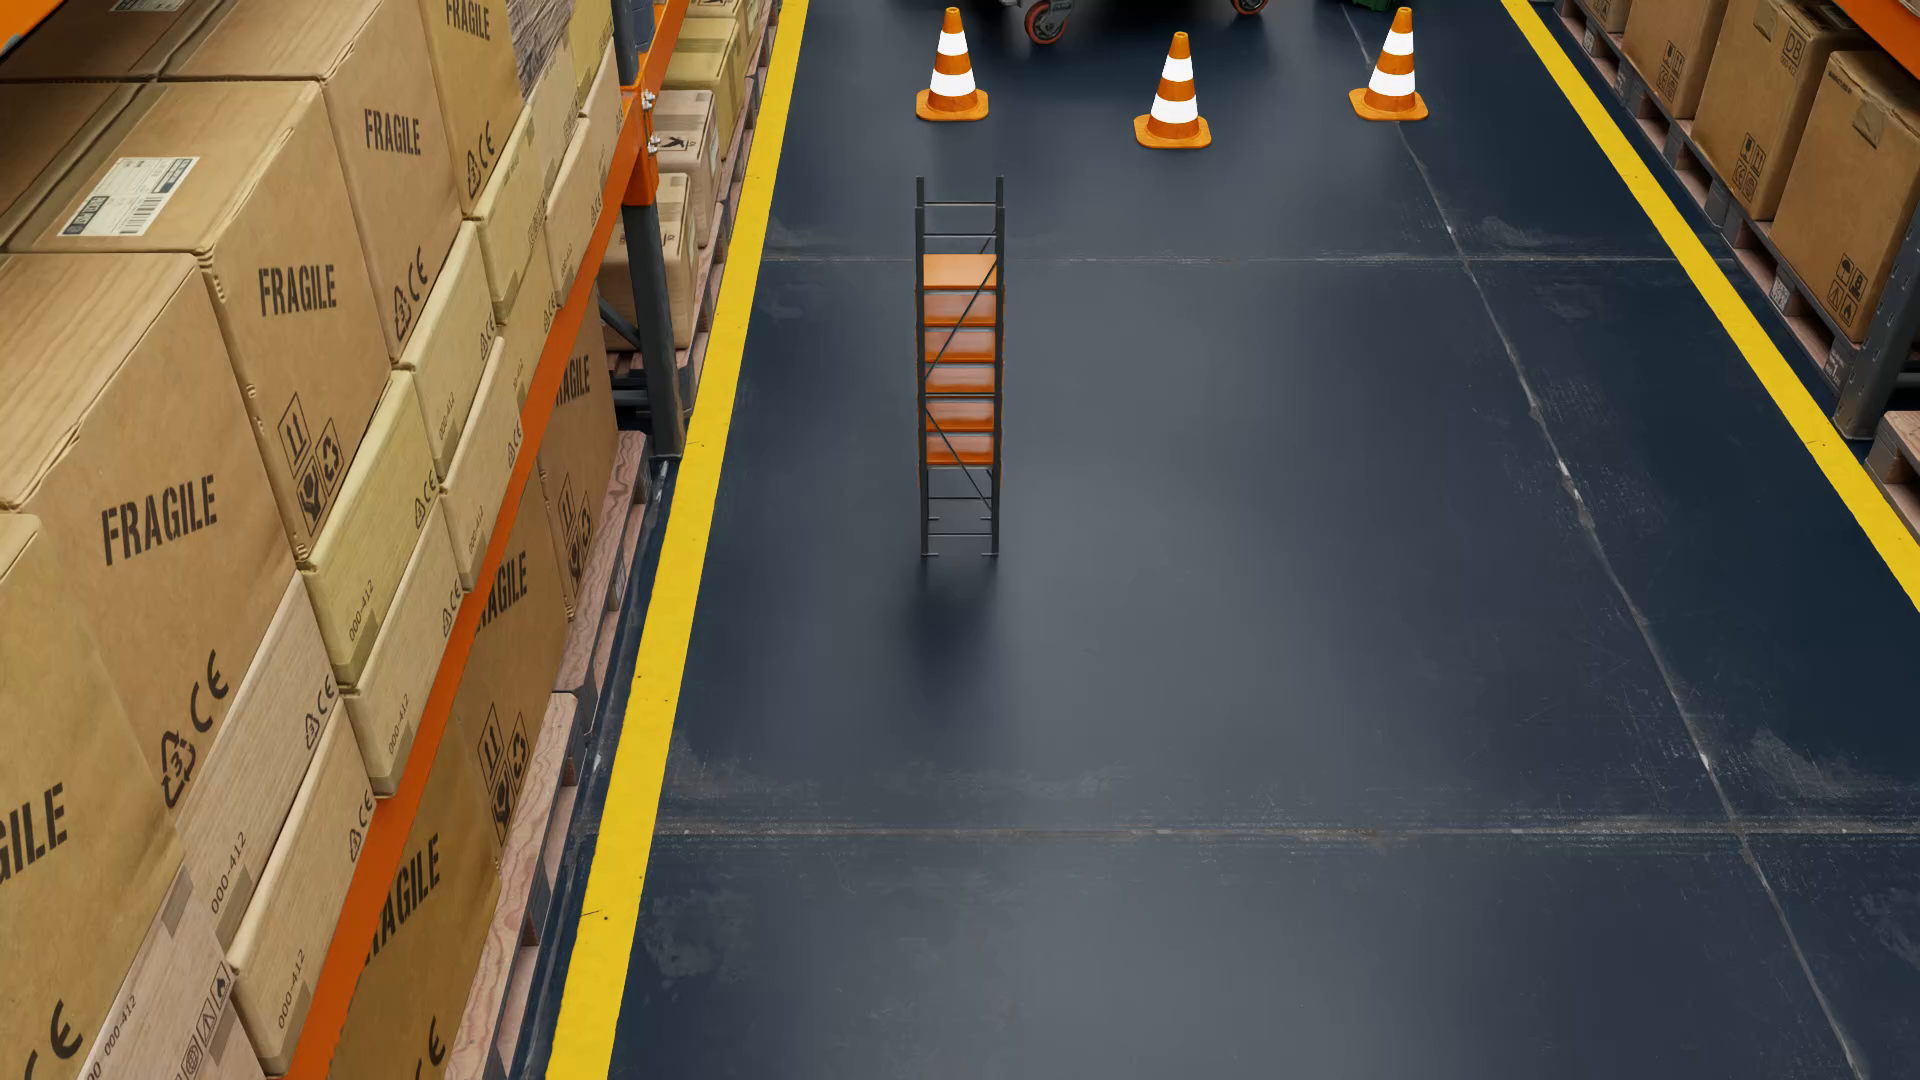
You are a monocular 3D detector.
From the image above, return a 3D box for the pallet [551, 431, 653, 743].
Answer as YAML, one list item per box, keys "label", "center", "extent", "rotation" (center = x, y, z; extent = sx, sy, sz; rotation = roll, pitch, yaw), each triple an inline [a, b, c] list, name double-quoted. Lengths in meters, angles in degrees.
- label: "pallet"
  center: [-1.508, 0.105, 4.950]
  extent: [1.003, 0.211, 1.213]
  rotation: [0, 39, 0]

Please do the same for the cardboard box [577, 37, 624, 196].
- label: "cardboard box"
  center: [-1.173, -1.102, 4.346]
  extent: [0.500, 0.250, 0.500]
  rotation: [-1, 39, -2]

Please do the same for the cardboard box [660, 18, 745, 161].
- label: "cardboard box"
  center: [-1.428, -1.904, 6.993]
  extent: [0.950, 0.372, 0.625]
  rotation: [1, 39, 1]

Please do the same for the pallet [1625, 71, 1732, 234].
- label: "pallet"
  center: [3.592, -1.709, 7.214]
  extent: [1.003, 0.211, 1.213]
  rotation: [0, 39, 0]

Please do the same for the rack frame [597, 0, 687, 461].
- label: "rack frame"
  center: [-1.433, -1.476, 4.694]
  extent: [1.000, 3.000, 0.127]
  rotation: [0, 39, 0]

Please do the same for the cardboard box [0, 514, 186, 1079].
- label: "cardboard box"
  center: [-1.142, 0.320, 1.572]
  extent: [0.500, 0.500, 0.500]
  rotation: [0, 39, 0]

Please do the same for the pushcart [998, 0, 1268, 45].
- label: "pushcart"
  center: [0.842, -2.988, 8.676]
  extent: [1.648, 0.377, 0.936]
  rotation: [-13, 40, -16]

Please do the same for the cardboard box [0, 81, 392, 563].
- label: "cardboard box"
  center: [-1.168, -0.311, 2.360]
  extent: [0.500, 0.500, 0.500]
  rotation: [-1, 39, -1]

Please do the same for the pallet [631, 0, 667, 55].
- label: "pallet"
  center: [-1.541, -1.847, 5.310]
  extent: [1.213, 0.211, 1.003]
  rotation: [0, 39, 0]

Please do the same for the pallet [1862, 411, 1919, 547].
- label: "pallet"
  center: [3.516, 0.034, 5.039]
  extent: [1.003, 0.211, 1.213]
  rotation: [0, 39, 0]

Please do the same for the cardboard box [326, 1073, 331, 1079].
- label: "cardboard box"
  center: [-1.509, 1.303, 2.589]
  extent: [0.875, 0.875, 0.875]
  rotation: [1, 39, 1]

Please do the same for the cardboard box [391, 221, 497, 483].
- label: "cardboard box"
  center: [-1.153, -0.345, 3.002]
  extent: [0.500, 0.250, 0.500]
  rotation: [-1, 39, -1]

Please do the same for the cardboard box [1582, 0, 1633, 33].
- label: "cardboard box"
  center: [3.603, -2.942, 7.986]
  extent: [1.050, 0.750, 0.750]
  rotation: [0, 39, 0]

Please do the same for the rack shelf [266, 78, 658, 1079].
- label: "rack shelf"
  center: [-1.431, 0.055, 3.358]
  extent: [1.077, 0.370, 4.000]
  rotation: [0, 39, 0]

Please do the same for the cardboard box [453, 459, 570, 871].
- label: "cardboard box"
  center: [-1.519, 0.179, 3.992]
  extent: [0.875, 0.875, 0.875]
  rotation: [0, 39, 1]

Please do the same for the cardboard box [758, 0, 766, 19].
- label: "cardboard box"
  center: [-1.435, -2.788, 8.096]
  extent: [0.950, 0.372, 0.625]
  rotation: [0, 39, 1]

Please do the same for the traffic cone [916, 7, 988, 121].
- label: "traffic cone"
  center: [-0.037, -2.213, 7.642]
  extent: [0.336, 0.463, 0.334]
  rotation: [0, 39, 0]

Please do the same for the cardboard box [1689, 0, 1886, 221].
- label: "cardboard box"
  center: [3.601, -1.757, 6.507]
  extent: [1.050, 0.750, 0.750]
  rotation: [1, 39, 1]

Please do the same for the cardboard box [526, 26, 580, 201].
- label: "cardboard box"
  center: [-1.174, -0.990, 3.806]
  extent: [0.500, 0.250, 0.500]
  rotation: [-1, 39, -1]

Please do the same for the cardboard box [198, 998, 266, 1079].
- label: "cardboard box"
  center: [-1.165, 0.808, 1.963]
  extent: [0.500, 0.250, 0.500]
  rotation: [-1, 39, -1]

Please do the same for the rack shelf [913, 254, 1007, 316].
- label: "rack shelf"
  center: [0.000, -0.724, 4.689]
  extent: [0.258, 0.103, 0.180]
  rotation: [0, 39, 0]

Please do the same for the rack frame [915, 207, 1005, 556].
- label: "rack frame"
  center: [0.000, -0.420, 4.815]
  extent: [0.240, 1.200, 0.006]
  rotation: [0, 39, 0]

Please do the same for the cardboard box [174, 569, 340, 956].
- label: "cardboard box"
  center: [-1.176, 0.287, 2.213]
  extent: [0.500, 0.250, 0.500]
  rotation: [1, 39, 1]

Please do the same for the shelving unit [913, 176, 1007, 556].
- label: "shelving unit"
  center: [0.000, -0.477, 4.886]
  extent: [0.258, 1.200, 0.189]
  rotation: [0, 39, 0]

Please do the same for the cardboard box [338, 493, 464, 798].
- label: "cardboard box"
  center: [-1.152, 0.164, 2.767]
  extent: [0.500, 0.250, 0.500]
  rotation: [0, 39, 0]

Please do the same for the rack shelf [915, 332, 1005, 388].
- label: "rack shelf"
  center: [0.000, -0.536, 4.839]
  extent: [0.258, 0.103, 0.180]
  rotation: [0, 39, 0]

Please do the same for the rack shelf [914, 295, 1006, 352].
- label: "rack shelf"
  center: [0.000, -0.630, 4.764]
  extent: [0.258, 0.103, 0.180]
  rotation: [0, 39, 0]

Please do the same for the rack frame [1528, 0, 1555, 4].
- label: "rack frame"
  center: [3.512, -4.045, 7.898]
  extent: [1.000, 3.000, 0.127]
  rotation: [0, 39, 0]

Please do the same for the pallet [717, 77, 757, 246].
- label: "pallet"
  center: [-1.431, -1.638, 7.125]
  extent: [1.003, 0.211, 1.213]
  rotation: [0, 39, 0]

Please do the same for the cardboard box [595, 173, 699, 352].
- label: "cardboard box"
  center: [-1.424, -0.968, 5.825]
  extent: [0.950, 0.372, 0.625]
  rotation: [-2, 39, -3]

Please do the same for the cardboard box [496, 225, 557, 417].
- label: "cardboard box"
  center: [-1.172, -0.468, 3.555]
  extent: [0.500, 0.250, 0.500]
  rotation: [0, 39, -1]

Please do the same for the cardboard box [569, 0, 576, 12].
- label: "cardboard box"
  center: [-1.171, -1.583, 3.947]
  extent: [0.500, 0.500, 0.500]
  rotation: [-1, 39, -1]

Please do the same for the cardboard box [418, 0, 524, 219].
- label: "cardboard box"
  center: [-1.168, -0.951, 3.159]
  extent: [0.500, 0.500, 0.500]
  rotation: [0, 39, 0]
